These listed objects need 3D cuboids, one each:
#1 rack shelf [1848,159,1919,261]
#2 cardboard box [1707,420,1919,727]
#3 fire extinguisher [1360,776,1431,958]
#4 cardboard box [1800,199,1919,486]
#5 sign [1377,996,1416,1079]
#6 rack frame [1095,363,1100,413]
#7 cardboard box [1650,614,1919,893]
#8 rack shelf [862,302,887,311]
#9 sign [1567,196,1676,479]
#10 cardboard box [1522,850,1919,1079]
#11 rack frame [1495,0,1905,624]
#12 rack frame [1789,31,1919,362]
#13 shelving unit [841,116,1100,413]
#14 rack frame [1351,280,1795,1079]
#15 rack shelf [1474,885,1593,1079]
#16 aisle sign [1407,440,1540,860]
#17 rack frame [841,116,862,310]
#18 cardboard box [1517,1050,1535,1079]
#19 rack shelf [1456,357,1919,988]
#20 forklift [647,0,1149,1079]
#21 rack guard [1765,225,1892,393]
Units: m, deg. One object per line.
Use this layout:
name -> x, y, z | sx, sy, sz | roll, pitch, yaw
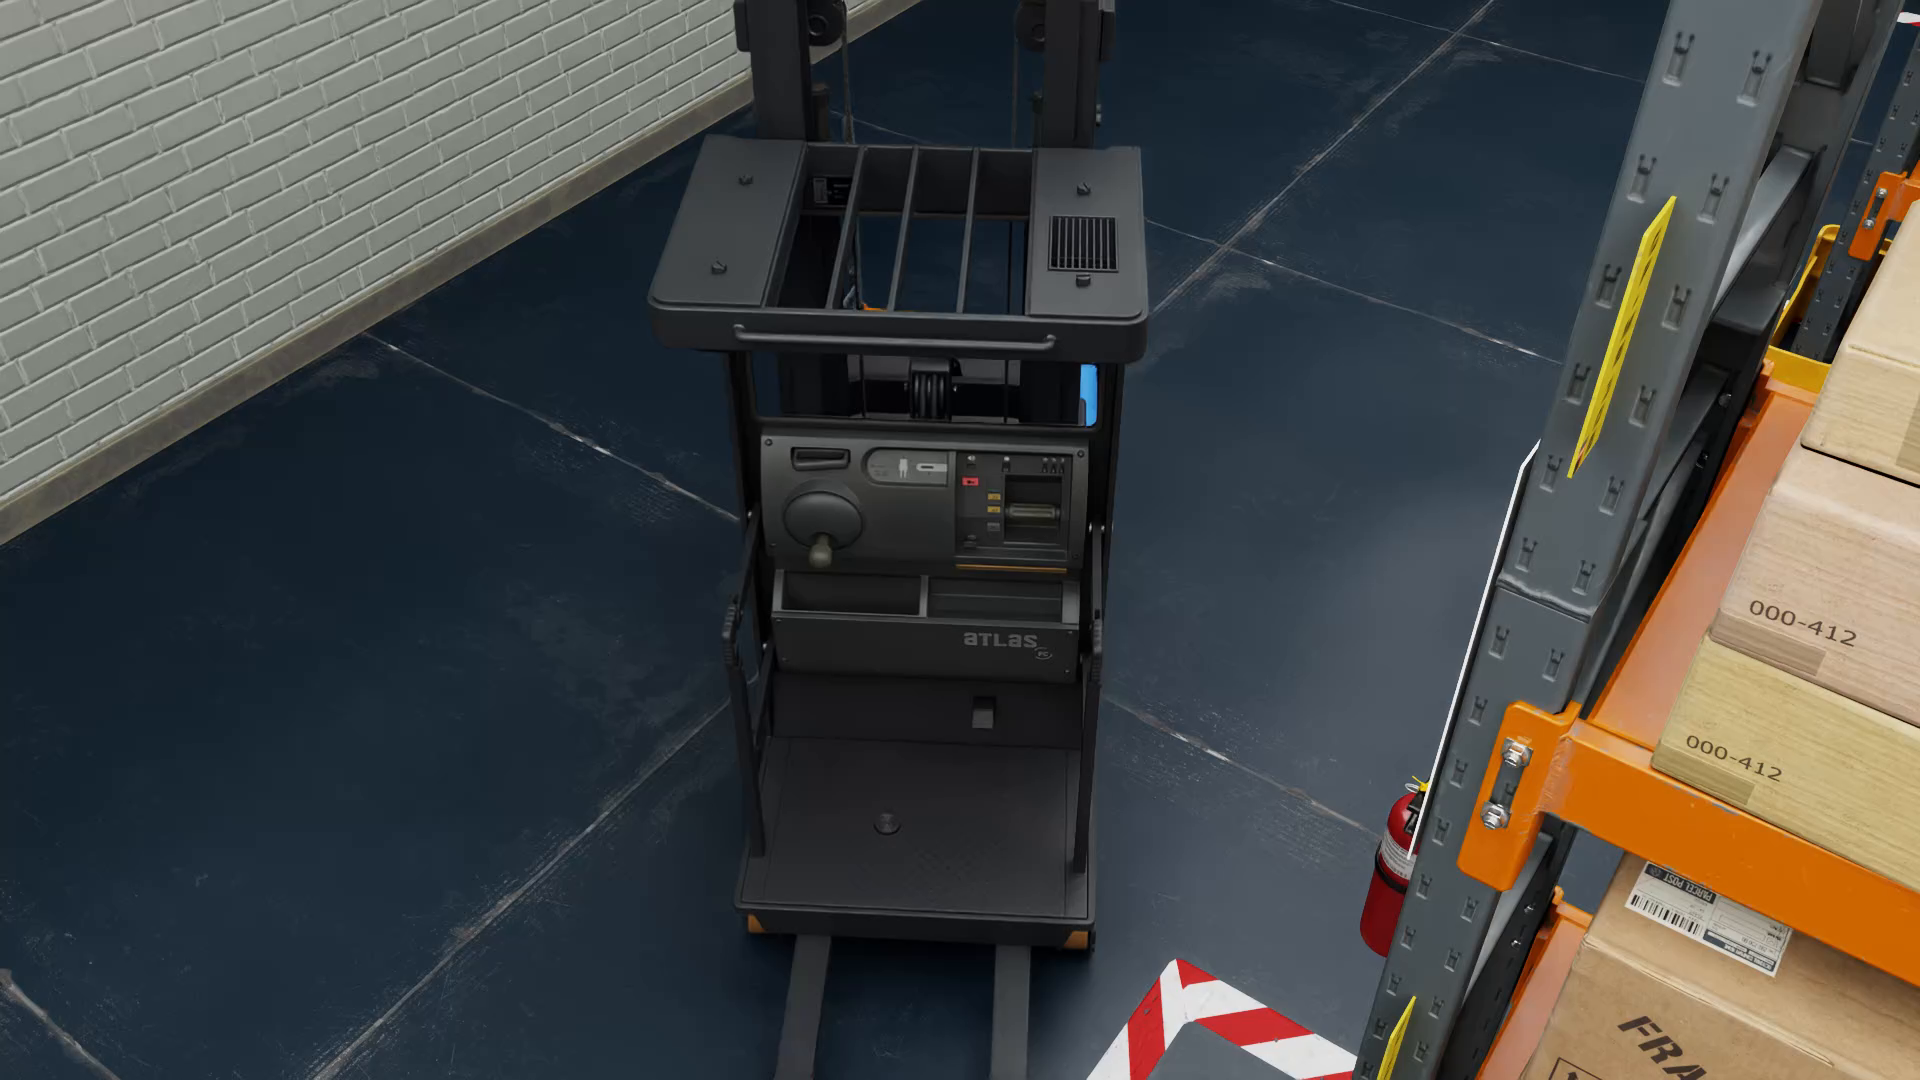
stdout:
rack shelf -> 5.439, -0.778, 5.910 | 4.000, 0.370, 1.077 | 25, 48, 25
cardboard box -> 1.260, -0.006, 1.995 | 0.500, 0.250, 0.500 | 26, 48, 26
fire extinguisher -> 1.101, 0.748, 4.002 | 0.183, 0.674, 0.296 | 25, 48, 25
cardboard box -> 1.176, -0.220, 1.935 | 0.250, 0.149, 0.380 | 25, 47, 25
sign -> 0.730, 0.903, 2.843 | 0.005, 0.325, 0.100 | 25, 48, 25
rack frame -> 0.469, -0.676, 6.381 | 0.032, 1.500, 0.500 | 12, 43, 13
cardboard box -> 1.263, 0.178, 2.164 | 0.500, 0.250, 0.500 | 27, 48, 27
rack shelf -> -0.014, -0.648, 6.620 | 1.000, 0.185, 0.538 | 12, 43, 13
sign -> 0.730, -0.218, 1.840 | 0.005, 0.325, 0.100 | 25, 48, 25
cardboard box -> 1.257, 0.725, 2.642 | 0.500, 0.500, 0.500 | 25, 47, 25
rack frame -> 1.042, -1.307, 1.462 | 0.127, 3.000, 1.000 | 25, 48, 25
rack frame -> 3.801, -1.812, 6.526 | 0.127, 3.000, 1.000 | 25, 48, 25
shelving unit -> -0.023, -0.784, 6.502 | 1.083, 1.500, 0.587 | 12, 43, 13
rack frame -> 1.042, 0.929, 3.462 | 0.127, 3.000, 1.000 | 25, 48, 25
rack shelf -> 2.679, 1.963, 2.847 | 4.000, 0.370, 1.077 | 25, 48, 25
aisle sign -> 0.810, 0.096, 2.444 | 0.004, 0.787, 0.394 | 25, 48, 25
rack frame -> -0.497, -0.888, 6.618 | 0.032, 1.500, 0.500 | 12, 43, 13
cardboard box -> 1.251, 1.103, 2.969 | 0.500, 0.500, 0.500 | 27, 49, 27
rack shelf -> 2.679, 0.845, 1.846 | 4.000, 0.370, 1.077 | 25, 48, 25
forklift -> -0.113, -0.022, 4.577 | 1.130, 2.935, 3.031 | 2, 42, 3
rack guard -> 3.782, -0.890, 7.370 | 0.348, 0.500, 1.175 | 25, 48, 25
